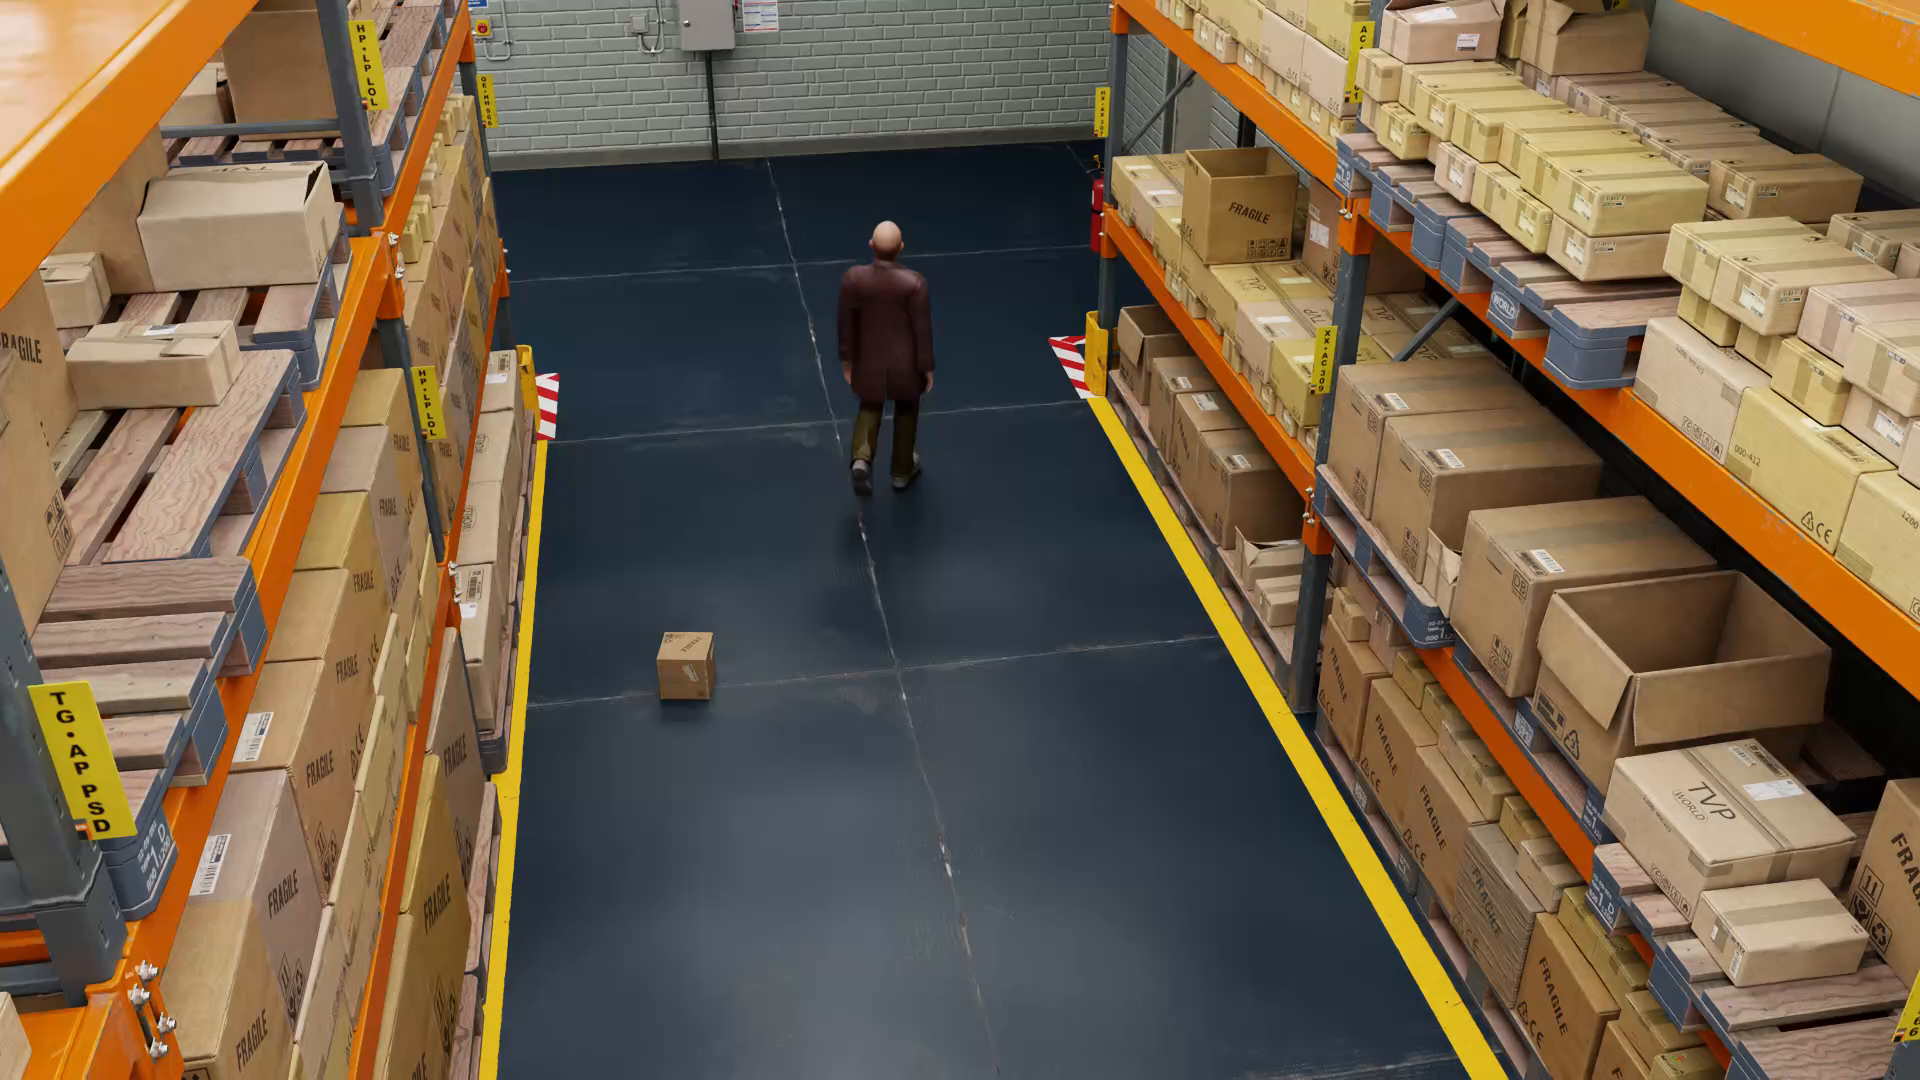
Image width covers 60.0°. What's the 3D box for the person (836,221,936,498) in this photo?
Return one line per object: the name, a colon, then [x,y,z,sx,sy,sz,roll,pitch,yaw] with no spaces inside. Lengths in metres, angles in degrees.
person: [-0.441,-1.071,9.960,0.602,1.751,0.784,5,31,8]
